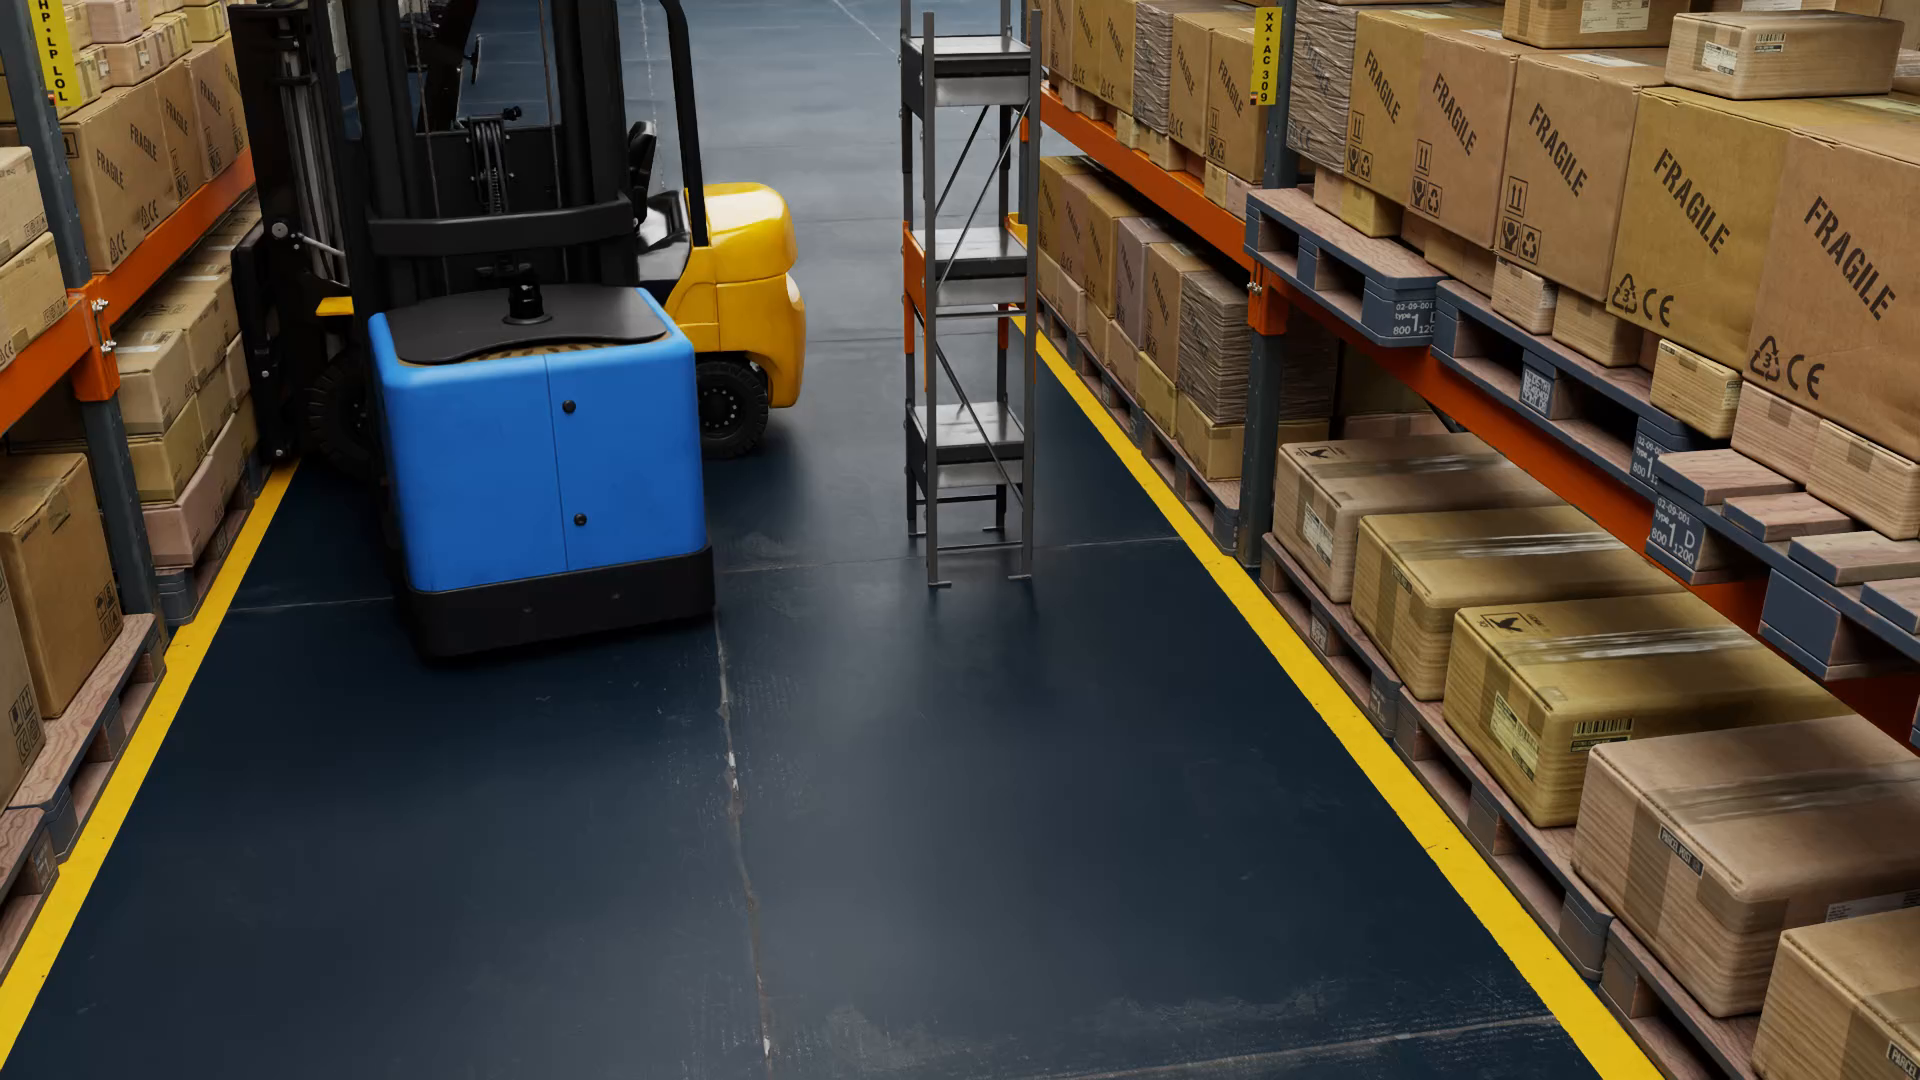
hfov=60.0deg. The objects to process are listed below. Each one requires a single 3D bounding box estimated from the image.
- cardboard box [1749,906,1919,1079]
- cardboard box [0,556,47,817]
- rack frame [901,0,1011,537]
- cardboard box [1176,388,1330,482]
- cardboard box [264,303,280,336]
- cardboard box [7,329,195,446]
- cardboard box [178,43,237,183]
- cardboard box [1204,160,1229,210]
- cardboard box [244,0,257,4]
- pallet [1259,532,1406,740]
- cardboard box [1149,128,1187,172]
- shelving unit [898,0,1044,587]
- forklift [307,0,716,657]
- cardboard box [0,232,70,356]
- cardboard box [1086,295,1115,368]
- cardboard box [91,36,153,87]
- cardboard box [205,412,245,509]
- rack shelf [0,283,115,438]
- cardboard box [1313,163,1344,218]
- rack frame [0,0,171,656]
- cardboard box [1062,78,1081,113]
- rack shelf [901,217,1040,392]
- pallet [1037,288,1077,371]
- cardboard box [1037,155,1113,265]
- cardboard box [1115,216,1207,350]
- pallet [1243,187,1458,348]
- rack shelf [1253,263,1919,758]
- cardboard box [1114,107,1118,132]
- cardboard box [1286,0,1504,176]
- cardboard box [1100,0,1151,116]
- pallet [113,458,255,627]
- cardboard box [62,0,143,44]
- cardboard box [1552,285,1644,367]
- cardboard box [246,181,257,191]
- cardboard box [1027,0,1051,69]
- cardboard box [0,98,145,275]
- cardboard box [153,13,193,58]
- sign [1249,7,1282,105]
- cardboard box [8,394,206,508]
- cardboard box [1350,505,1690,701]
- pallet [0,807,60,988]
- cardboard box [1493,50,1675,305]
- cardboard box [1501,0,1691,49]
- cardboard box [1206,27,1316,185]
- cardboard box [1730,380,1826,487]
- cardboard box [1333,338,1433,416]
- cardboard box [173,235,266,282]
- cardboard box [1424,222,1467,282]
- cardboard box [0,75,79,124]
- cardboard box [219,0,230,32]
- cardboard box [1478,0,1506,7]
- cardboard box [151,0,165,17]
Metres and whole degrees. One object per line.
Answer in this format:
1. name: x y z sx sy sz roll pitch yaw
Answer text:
1. cardboard box: 2.236 1.046 3.366 0.950 0.372 0.625 -6 24 -13
2. cardboard box: -3.043 0.459 4.395 0.875 0.625 0.625 -5 24 -10
3. rack frame: -0.015 -0.993 6.400 0.400 2.100 0.015 -4 24 -10
4. cardboard box: 1.218 -0.461 6.969 0.500 0.250 0.500 -3 24 -7
5. cardboard box: -3.341 -0.917 7.389 0.500 0.250 0.500 -4 24 -10
6. cardboard box: -3.067 -0.552 5.927 0.500 0.250 0.500 -5 24 -11
7. cardboard box: -3.391 -1.789 6.974 0.500 0.500 0.500 -4 24 -9
8. cardboard box: 1.179 -1.403 6.528 0.380 0.149 0.250 -4 24 -9
9. cardboard box: -3.610 -2.650 8.134 0.380 0.149 0.250 -4 24 -9
10. pallet: 1.737 0.268 5.873 1.003 0.211 1.213 -4 24 -10
11. cardboard box: 1.041 -1.704 7.219 0.380 0.149 0.250 -5 24 -11
12. shelving unit: 0.031 -0.897 6.181 0.431 2.100 0.503 -4 24 -10
13. forklift: -1.901 -1.506 6.537 1.130 2.935 3.031 -9 25 -20
14. cardboard box: -2.936 -0.700 4.792 0.500 0.250 0.500 -4 24 -9
15. cardboard box: 0.929 -1.069 8.361 0.500 0.250 0.500 -3 24 -6
16. cardboard box: -3.184 -1.740 6.051 0.380 0.149 0.250 -4 24 -9
17. cardboard box: -3.159 -0.293 6.584 0.500 0.250 0.500 -5 24 -11
18. rack shelf: -2.916 0.169 3.514 1.077 0.370 4.000 -4 24 -10
19. cardboard box: 1.383 -1.153 5.431 0.380 0.149 0.250 -4 24 -9
20. rack frame: -3.286 -0.947 5.172 1.000 3.000 0.127 -4 24 -10
21. cardboard box: 0.743 -2.314 8.614 0.380 0.149 0.250 -4 24 -9
22. rack shelf: 0.031 -0.885 6.186 0.431 0.518 0.480 -4 24 -10
23. pallet: 0.981 -1.260 9.371 1.003 0.211 1.213 -4 24 -10
24. cardboard box: 0.734 -1.819 9.140 0.500 0.500 0.500 -5 24 -12
25. cardboard box: 1.027 -1.206 7.737 0.500 0.500 0.500 -3 24 -7
26. pallet: 1.590 -0.917 5.342 1.003 0.211 1.213 -4 24 -10
27. rack shelf: 1.961 -0.200 4.359 1.077 0.370 4.000 -4 24 -10
28. cardboard box: 0.951 -2.009 7.916 0.380 0.149 0.250 -5 24 -11
29. cardboard box: 1.396 -1.485 5.382 0.500 0.500 0.500 -4 24 -8
30. cardboard box: 0.963 -2.262 7.684 0.500 0.500 0.500 -5 24 -11
31. pallet: -3.392 0.014 6.453 1.003 0.211 1.213 -4 24 -10
32. cardboard box: -3.193 -1.879 5.997 0.380 0.149 0.250 -4 24 -9
33. cardboard box: 1.675 -0.535 4.017 0.380 0.149 0.250 -5 24 -11
34. cardboard box: -3.634 -1.753 8.678 0.500 0.250 0.500 -4 24 -8
35. cardboard box: 0.667 -2.865 9.065 0.500 0.500 0.500 -5 24 -11
36. cardboard box: -3.112 -1.187 5.595 0.500 0.500 0.500 -5 24 -11
37. cardboard box: -3.353 -2.045 6.749 0.380 0.149 0.250 -5 24 -11
38. sign: 1.059 -1.670 5.744 0.100 0.325 0.005 -4 24 -10
39. cardboard box: -3.072 -0.322 6.026 0.500 0.250 0.500 -4 24 -10
40. cardboard box: 1.827 0.184 5.339 0.950 0.372 0.625 -3 24 -6
41. pallet: -2.883 1.098 3.972 1.003 0.211 1.213 -4 24 -10
42. cardboard box: 1.673 -0.892 4.022 0.500 0.500 0.500 -5 24 -12
43. cardboard box: 1.633 -1.357 4.278 0.380 0.149 0.250 -3 24 -7
44. cardboard box: 1.265 -1.655 6.295 0.500 0.500 0.500 -5 24 -11
45. cardboard box: 1.789 -0.227 3.312 0.380 0.149 0.250 -5 24 -12
46. cardboard box: 1.747 -0.844 6.909 0.500 0.500 0.500 -3 24 -7
47. cardboard box: -3.345 -1.155 7.309 0.500 0.250 0.500 -5 24 -11
48. cardboard box: 1.554 -0.844 4.724 0.380 0.149 0.250 -4 24 -9
49. cardboard box: -3.087 -1.435 5.353 0.380 0.149 0.250 -5 24 -11
50. cardboard box: -3.492 -2.343 7.433 0.380 0.149 0.250 -5 24 -11
51. cardboard box: 1.902 -1.526 5.475 0.500 0.500 0.500 -5 24 -11
52. cardboard box: -3.433 -2.172 6.668 0.380 0.149 0.250 -4 24 -10
